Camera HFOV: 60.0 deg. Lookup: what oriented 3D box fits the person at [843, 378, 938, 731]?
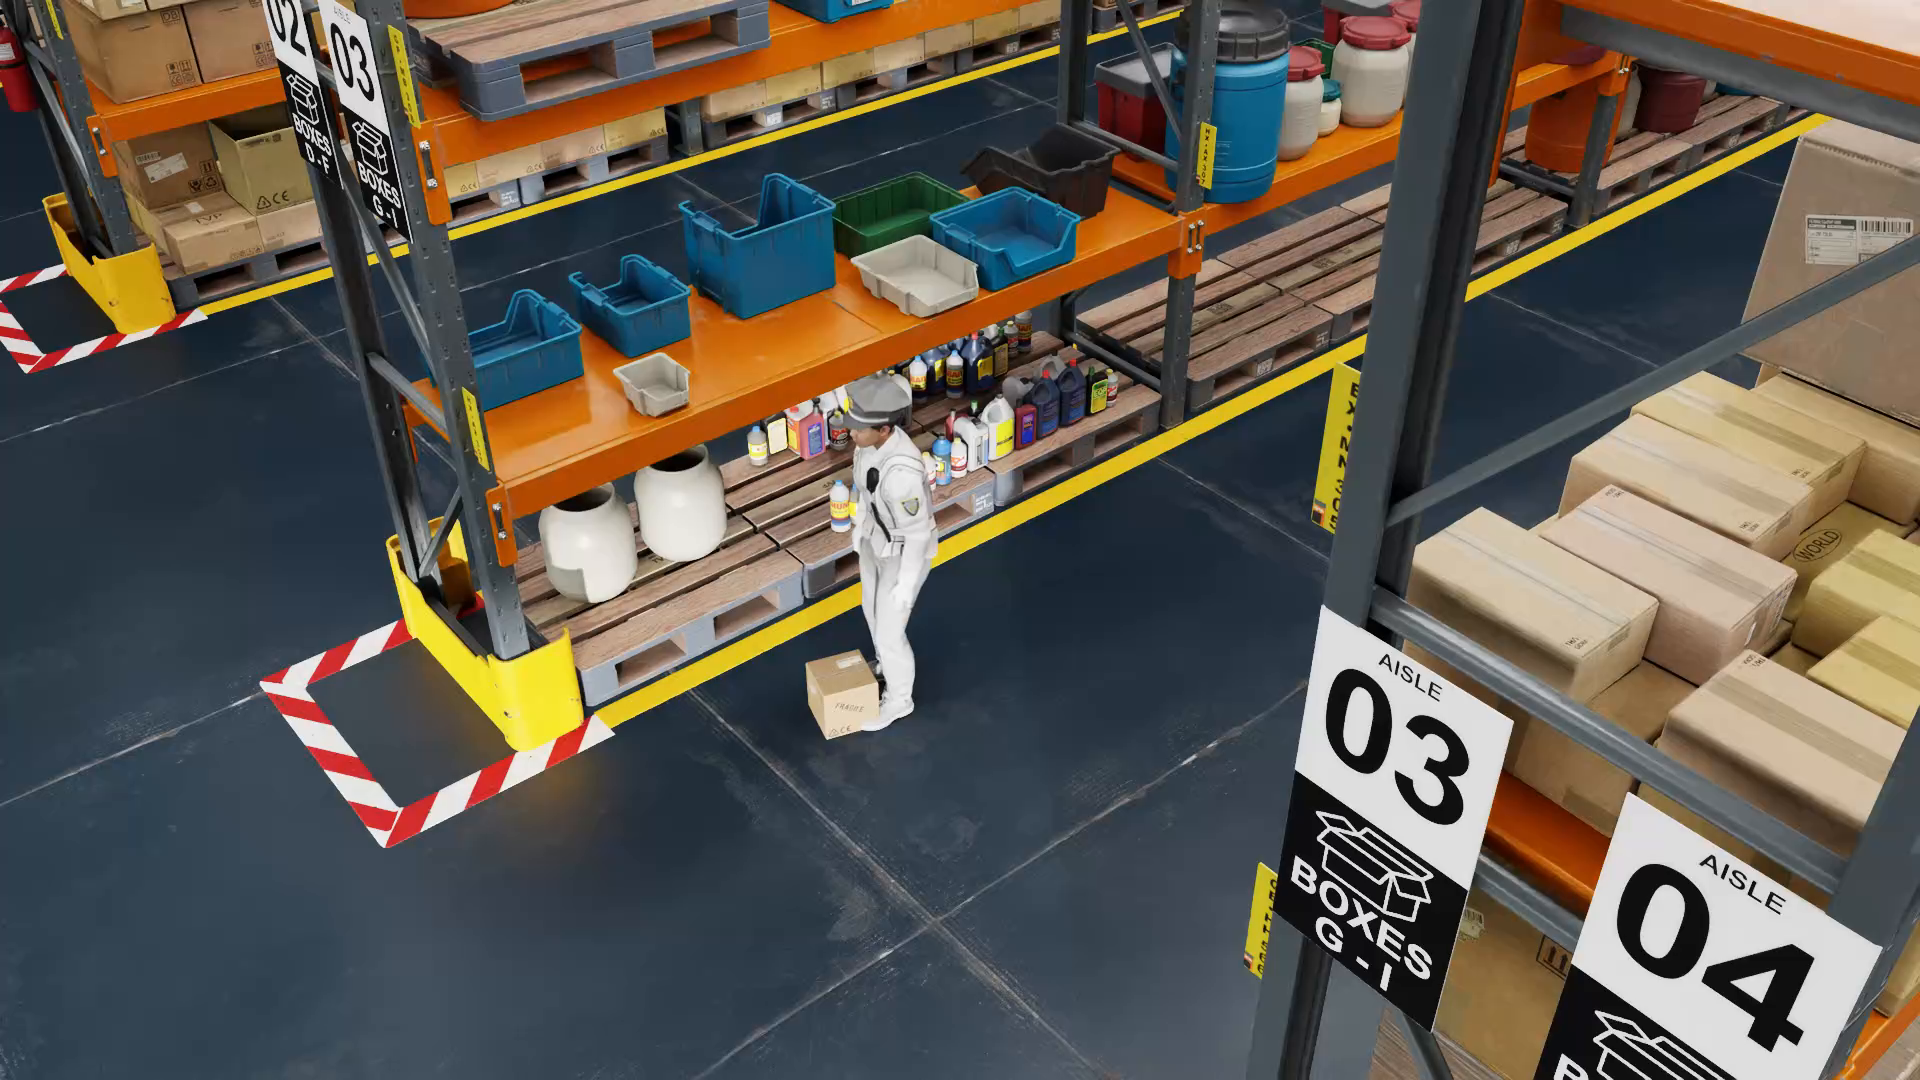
[{"bbox_3d":[-0.311,0.062,6.985,0.408,1.667,0.547,-15,39,-19],"label":"person"}]
